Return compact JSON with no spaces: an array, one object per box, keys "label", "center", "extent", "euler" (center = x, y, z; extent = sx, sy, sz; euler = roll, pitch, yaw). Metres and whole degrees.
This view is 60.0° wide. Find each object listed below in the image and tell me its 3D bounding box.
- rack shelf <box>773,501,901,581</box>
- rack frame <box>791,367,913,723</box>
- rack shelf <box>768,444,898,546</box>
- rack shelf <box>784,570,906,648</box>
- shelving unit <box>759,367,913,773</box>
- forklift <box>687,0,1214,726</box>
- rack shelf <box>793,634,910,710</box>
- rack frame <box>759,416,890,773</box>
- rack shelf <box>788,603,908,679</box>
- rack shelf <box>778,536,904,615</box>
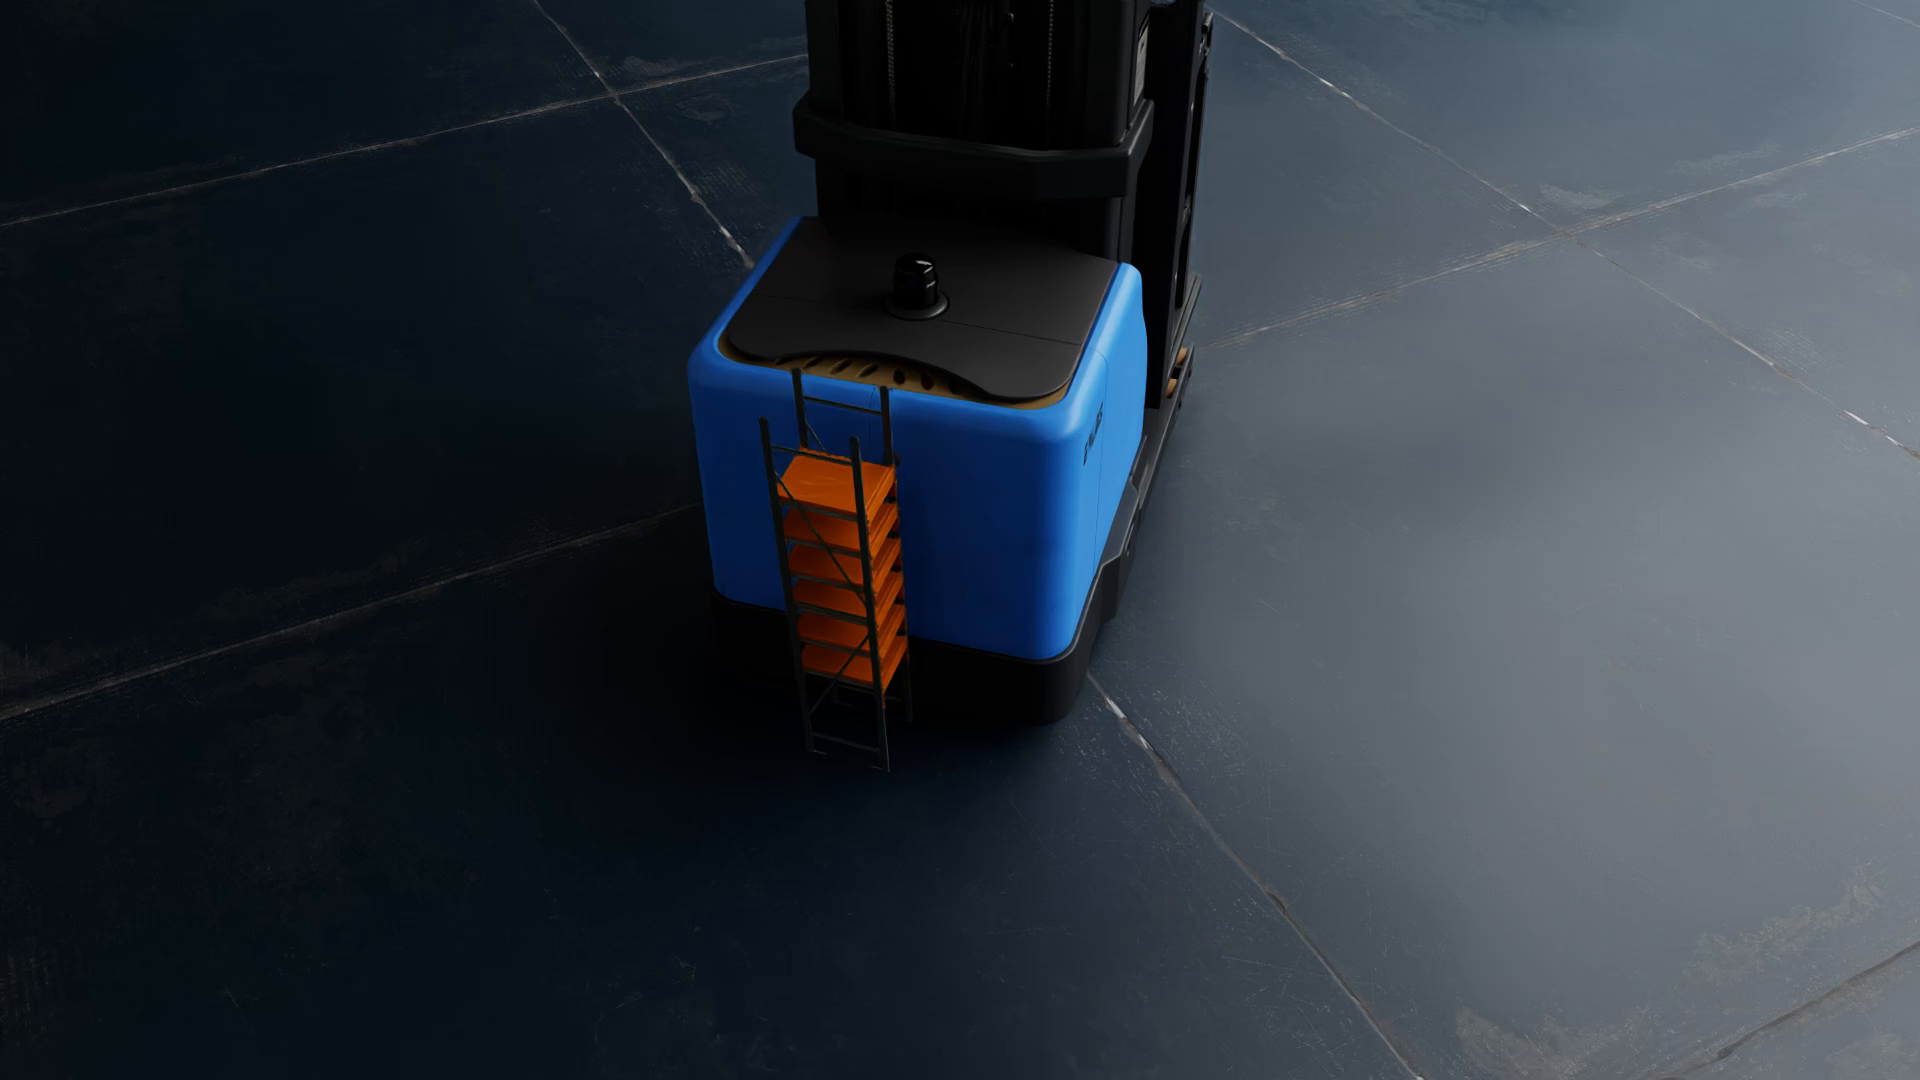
[{"label":"rack shelf","center":[-0.296,-0.023,4.038],"extent":[0.258,0.103,0.180],"euler":[13,47,15]},{"label":"rack frame","center":[-0.260,0.055,4.236],"extent":[0.240,1.200,0.006],"euler":[13,47,15]},{"label":"rack shelf","center":[-0.299,-0.109,3.954],"extent":[0.258,0.103,0.180],"euler":[13,47,15]},{"label":"rack shelf","center":[-0.289,0.147,4.207],"extent":[0.258,0.103,0.180],"euler":[13,47,15]},{"label":"shelving unit","center":[-0.291,0.116,4.175],"extent":[0.258,1.200,0.189],"euler":[13,47,15]},{"label":"forklift","center":[0.194,-1.572,4.838],"extent":[1.130,2.935,3.031],"euler":[10,41,12]},{"label":"rack shelf","center":[-0.283,0.318,4.375],"extent":[0.258,0.103,0.180],"euler":[13,47,15]},{"label":"rack frame","center":[-0.321,0.177,4.115],"extent":[0.240,1.200,0.006],"euler":[13,47,15]},{"label":"rack shelf","center":[-0.286,0.233,4.291],"extent":[0.258,0.103,0.180],"euler":[13,47,15]},{"label":"rack shelf","center":[-0.293,0.062,4.122],"extent":[0.258,0.103,0.180],"euler":[13,47,15]}]
